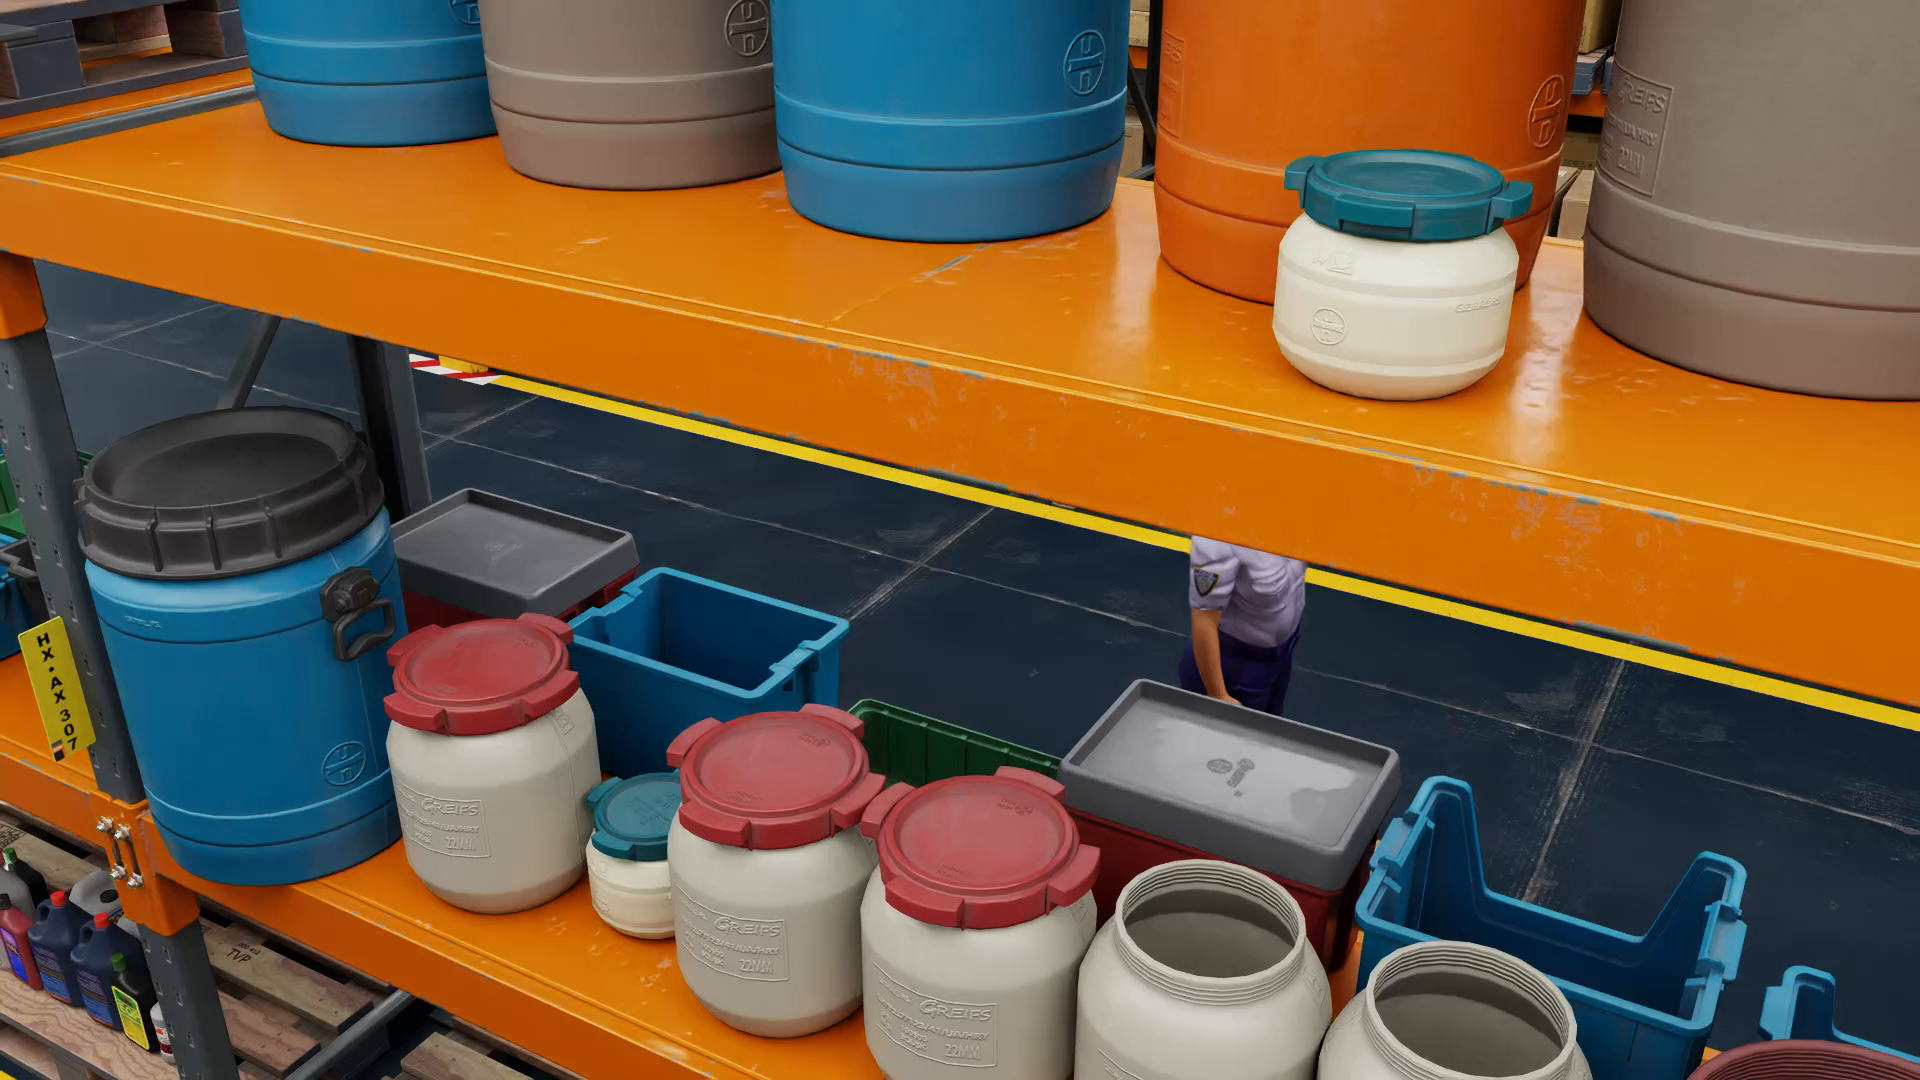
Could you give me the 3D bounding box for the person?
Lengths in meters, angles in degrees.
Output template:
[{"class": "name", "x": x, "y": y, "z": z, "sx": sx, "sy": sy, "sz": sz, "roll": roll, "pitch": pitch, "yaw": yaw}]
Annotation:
[{"class": "person", "x": 0.910, "y": 0.408, "z": 5.314, "sx": 0.351, "sy": 1.646, "sz": 0.588, "roll": 14, "pitch": 30, "yaw": 26}]
